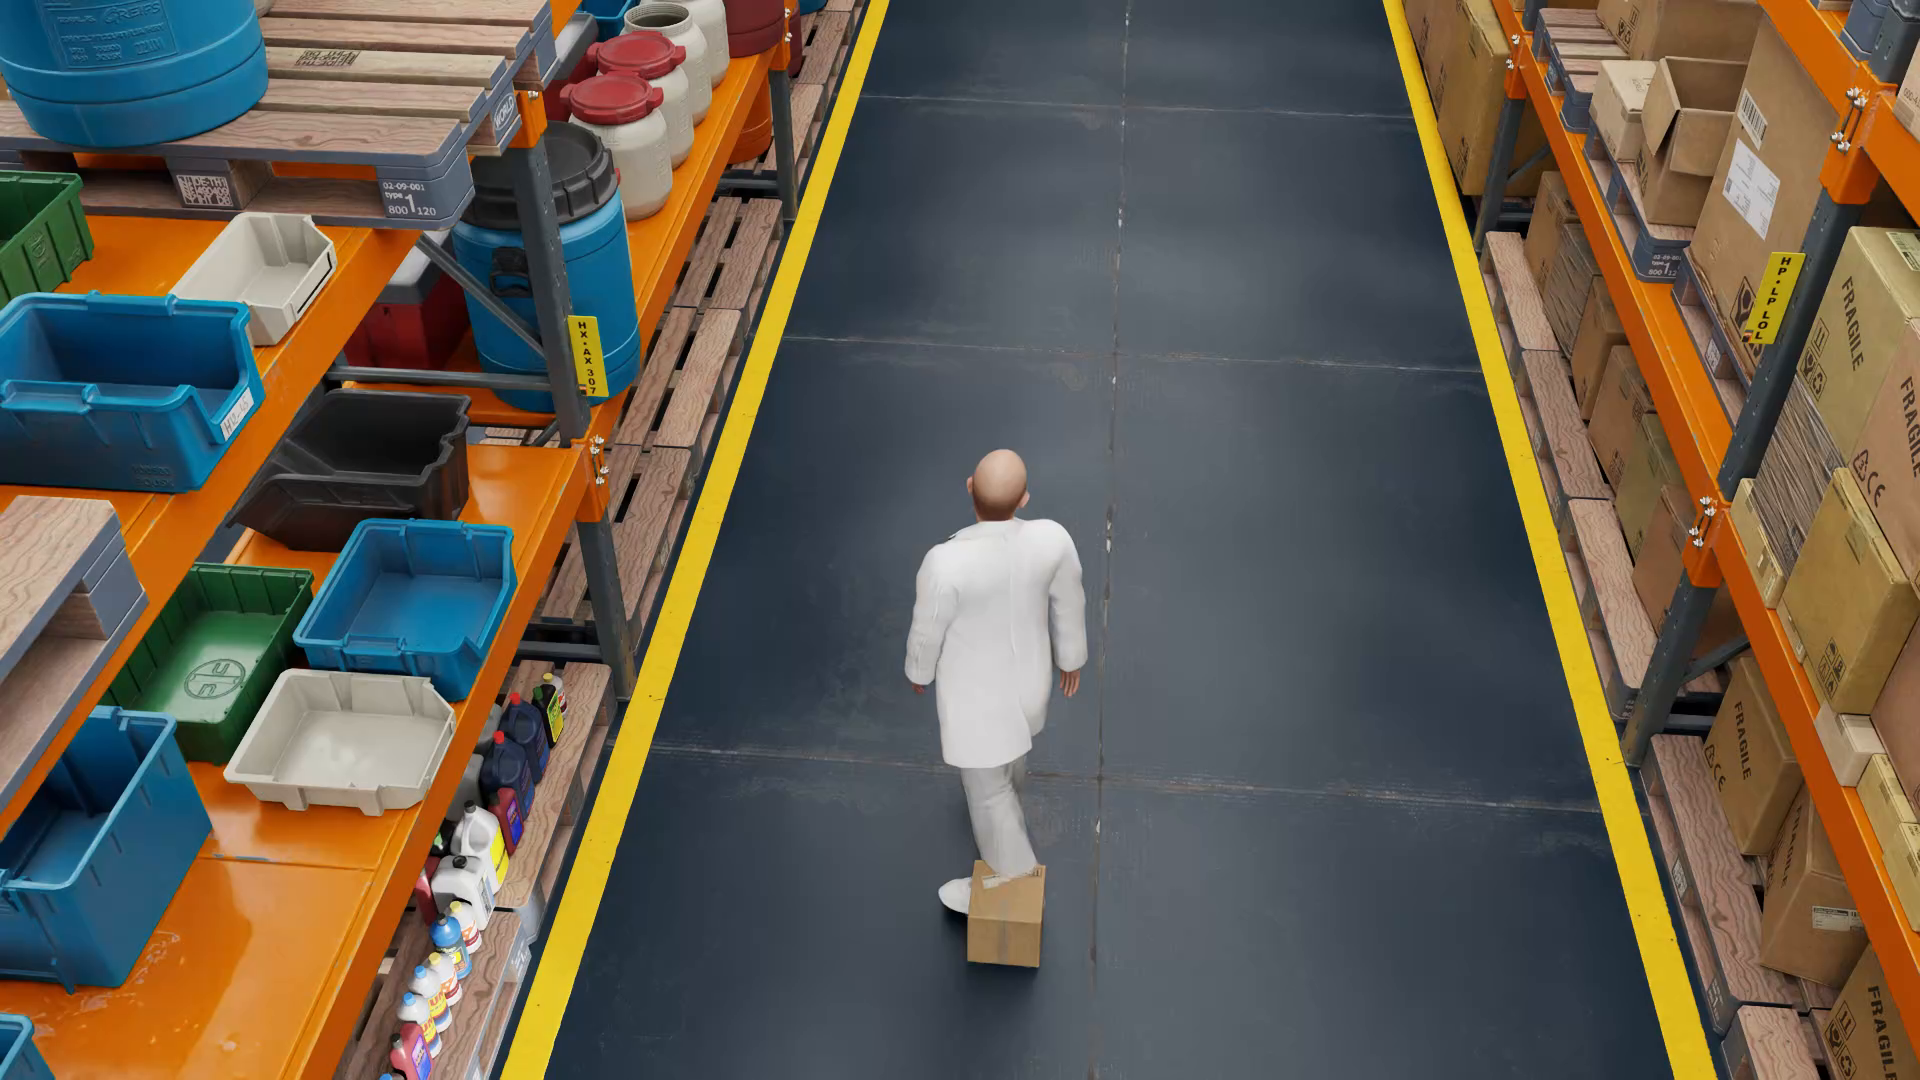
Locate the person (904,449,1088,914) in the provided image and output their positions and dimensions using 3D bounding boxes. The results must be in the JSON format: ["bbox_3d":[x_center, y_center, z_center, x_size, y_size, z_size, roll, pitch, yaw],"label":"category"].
[{"bbox_3d":[0.129,0.464,5.596,0.620,1.775,0.714,-21,44,-24],"label":"person"}]
